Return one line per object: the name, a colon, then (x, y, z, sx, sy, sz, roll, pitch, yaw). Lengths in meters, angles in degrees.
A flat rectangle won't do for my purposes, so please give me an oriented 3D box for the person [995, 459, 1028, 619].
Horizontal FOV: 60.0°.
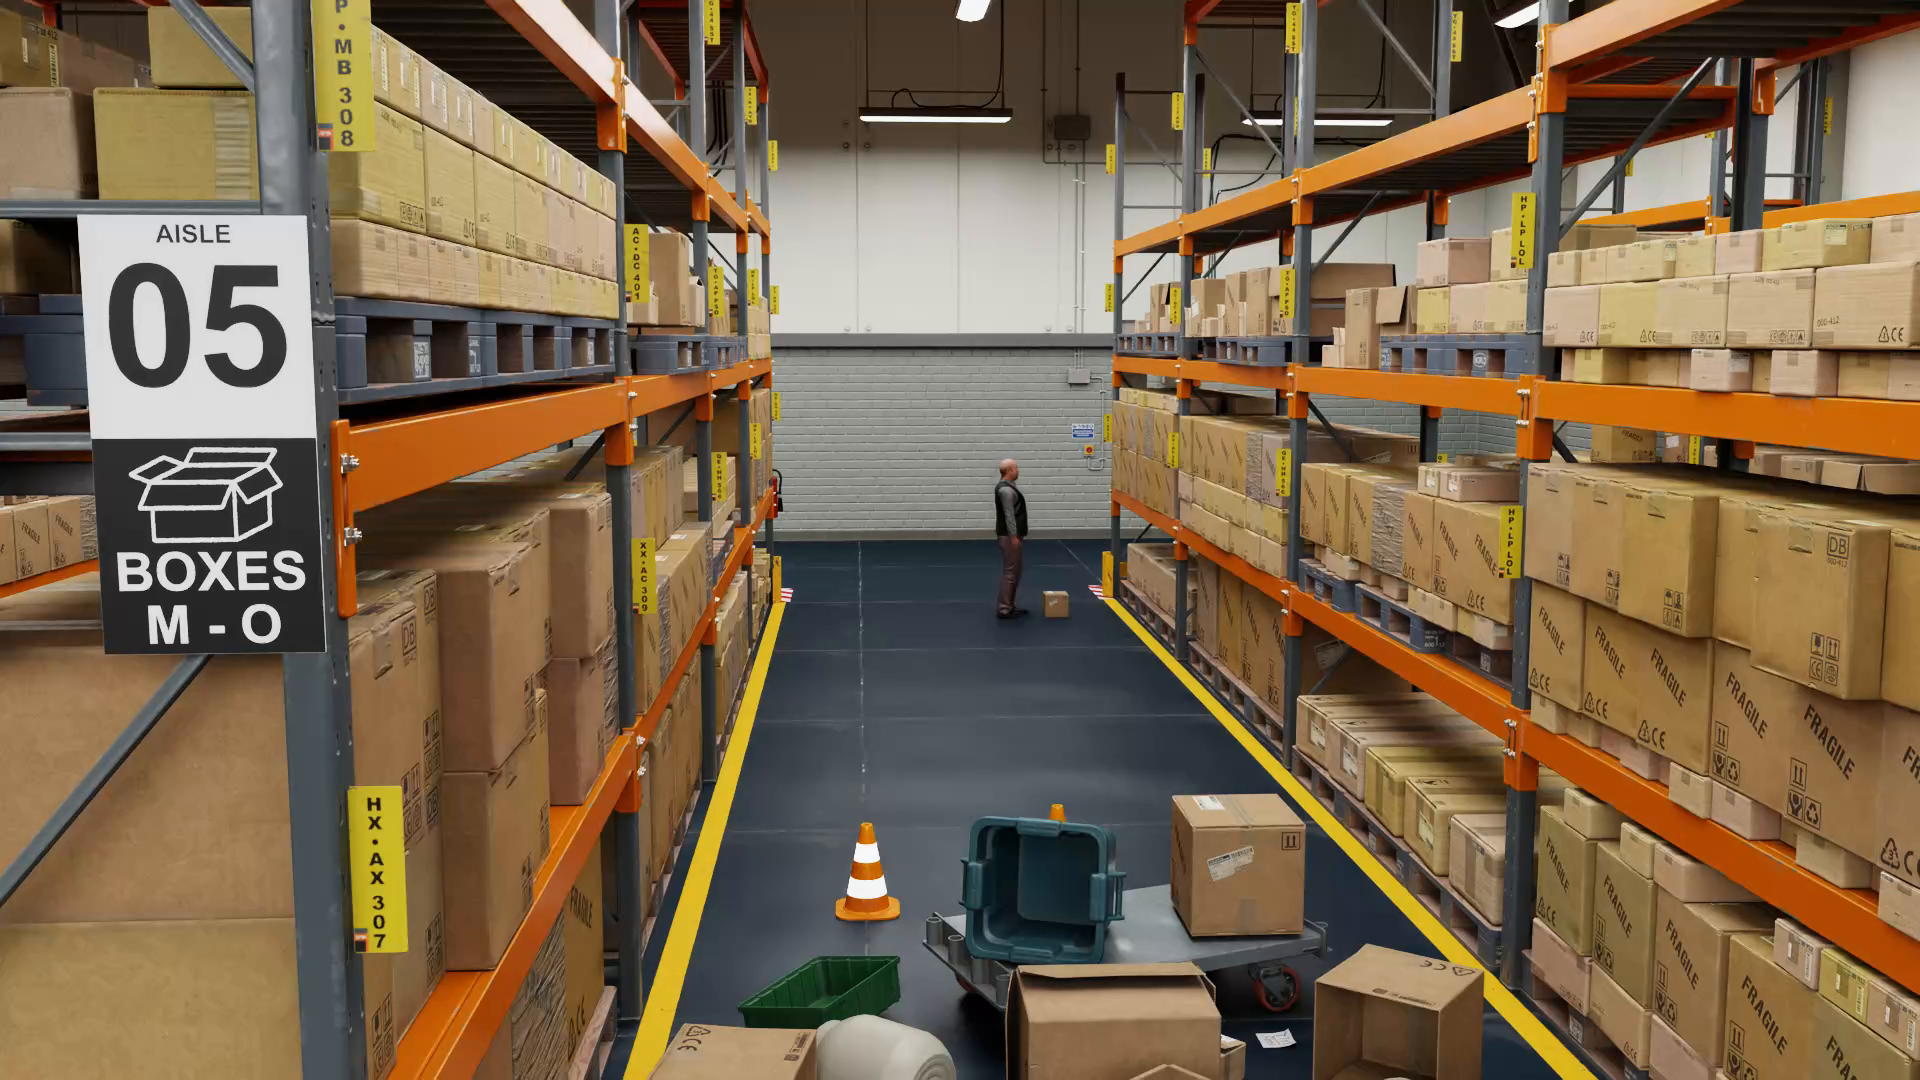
person: (0.560, 0.002, 18.069, 0.372, 1.768, 0.532, 0, 7, -3)
